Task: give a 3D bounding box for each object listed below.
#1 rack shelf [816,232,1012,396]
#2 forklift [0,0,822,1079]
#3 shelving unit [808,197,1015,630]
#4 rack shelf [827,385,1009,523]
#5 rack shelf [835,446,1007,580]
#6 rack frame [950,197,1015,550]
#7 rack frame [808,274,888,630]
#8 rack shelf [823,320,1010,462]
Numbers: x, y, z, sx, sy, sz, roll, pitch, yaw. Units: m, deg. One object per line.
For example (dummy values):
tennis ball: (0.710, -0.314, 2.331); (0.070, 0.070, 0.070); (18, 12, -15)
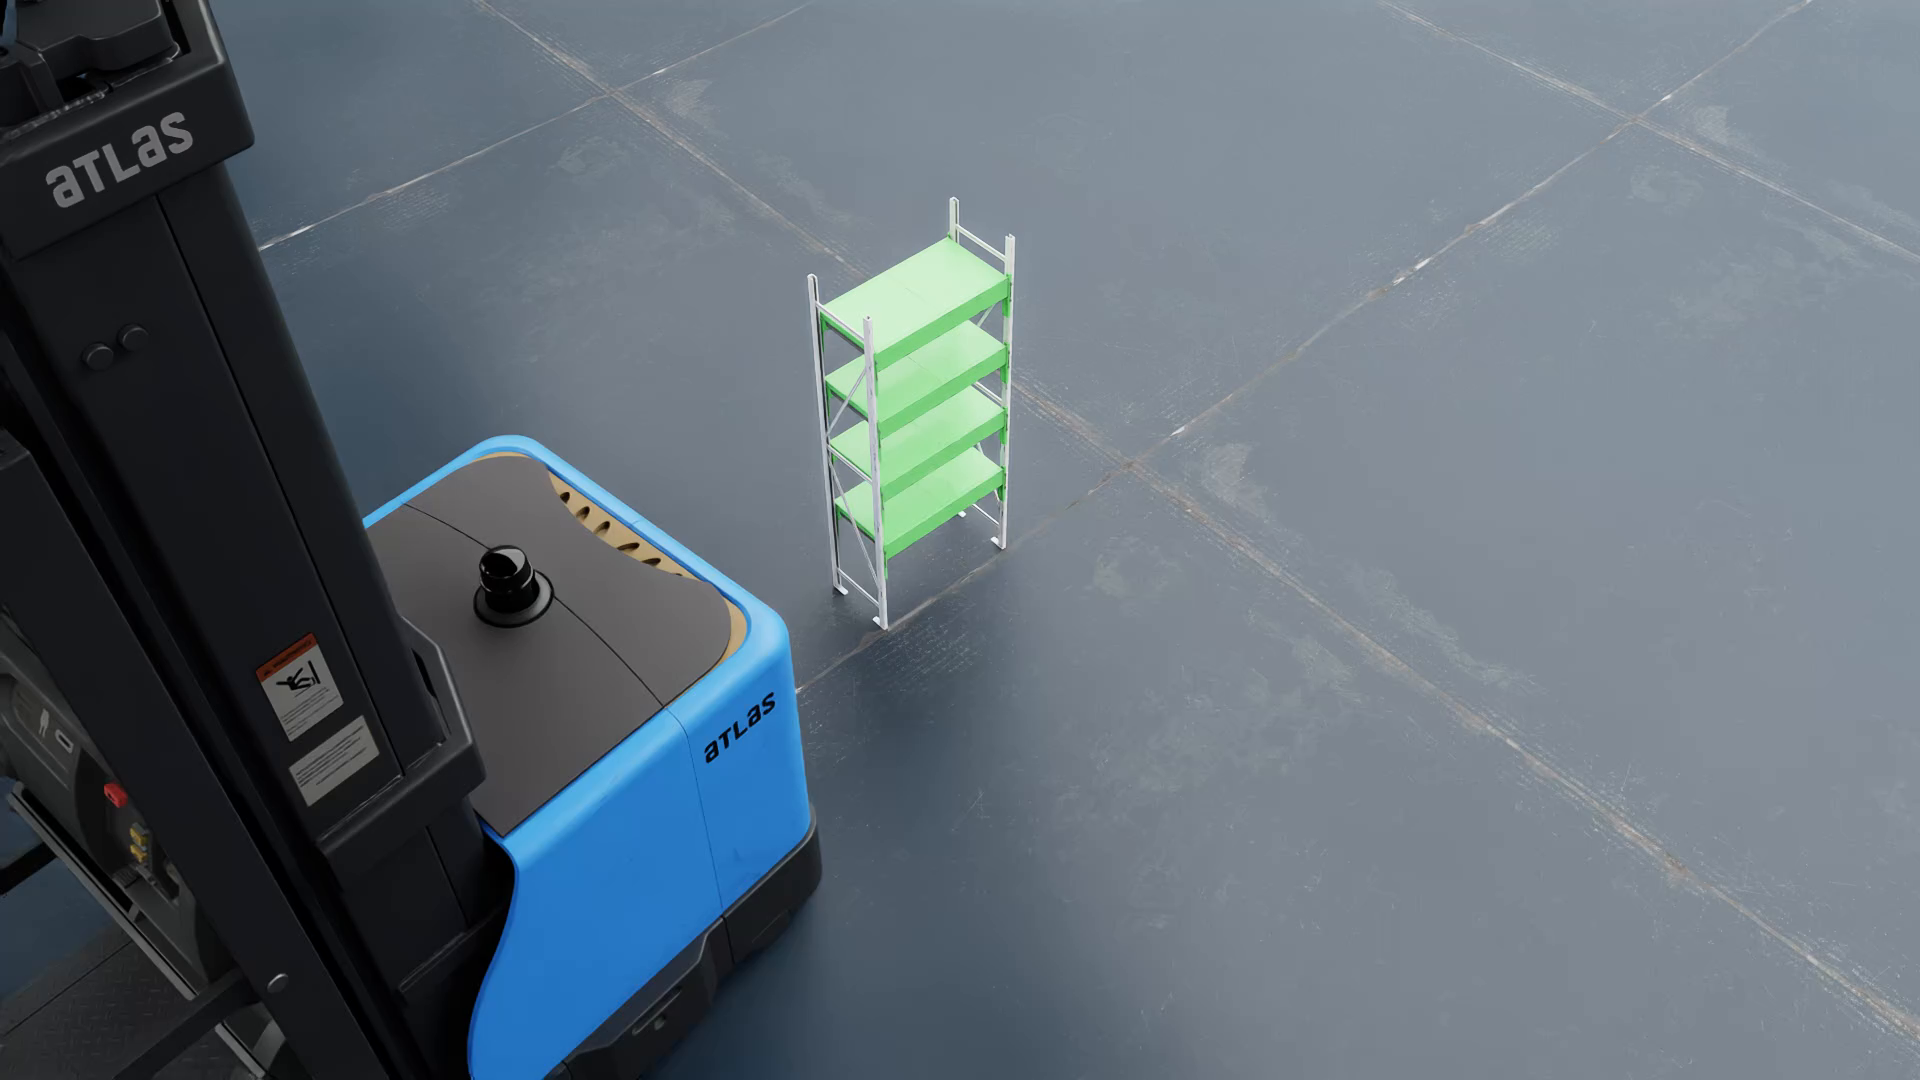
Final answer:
rack shelf: (-0.122, -0.607, 4.428); (0.480, 0.148, 0.258); (-34, 56, -27)
forklift: (-1.707, 0.501, 2.793); (1.130, 2.935, 3.031); (33, 55, 26)
shelving unit: (-0.122, -0.325, 4.734); (0.503, 1.200, 0.258); (-34, 56, -27)
rack shelf: (-0.122, -0.282, 4.780); (0.480, 0.148, 0.258); (-34, 56, -27)
rack shelf: (-0.122, -0.119, 4.957); (0.480, 0.148, 0.258); (-34, 56, -27)
rack frame: (0.058, -0.446, 4.845); (0.015, 1.200, 0.240); (-34, 56, -27)
rack frame: (-0.303, -0.204, 4.622); (0.015, 1.200, 0.240); (-34, 56, -27)
rack shelf: (-0.122, -0.444, 4.604); (0.480, 0.148, 0.258); (-34, 56, -27)
